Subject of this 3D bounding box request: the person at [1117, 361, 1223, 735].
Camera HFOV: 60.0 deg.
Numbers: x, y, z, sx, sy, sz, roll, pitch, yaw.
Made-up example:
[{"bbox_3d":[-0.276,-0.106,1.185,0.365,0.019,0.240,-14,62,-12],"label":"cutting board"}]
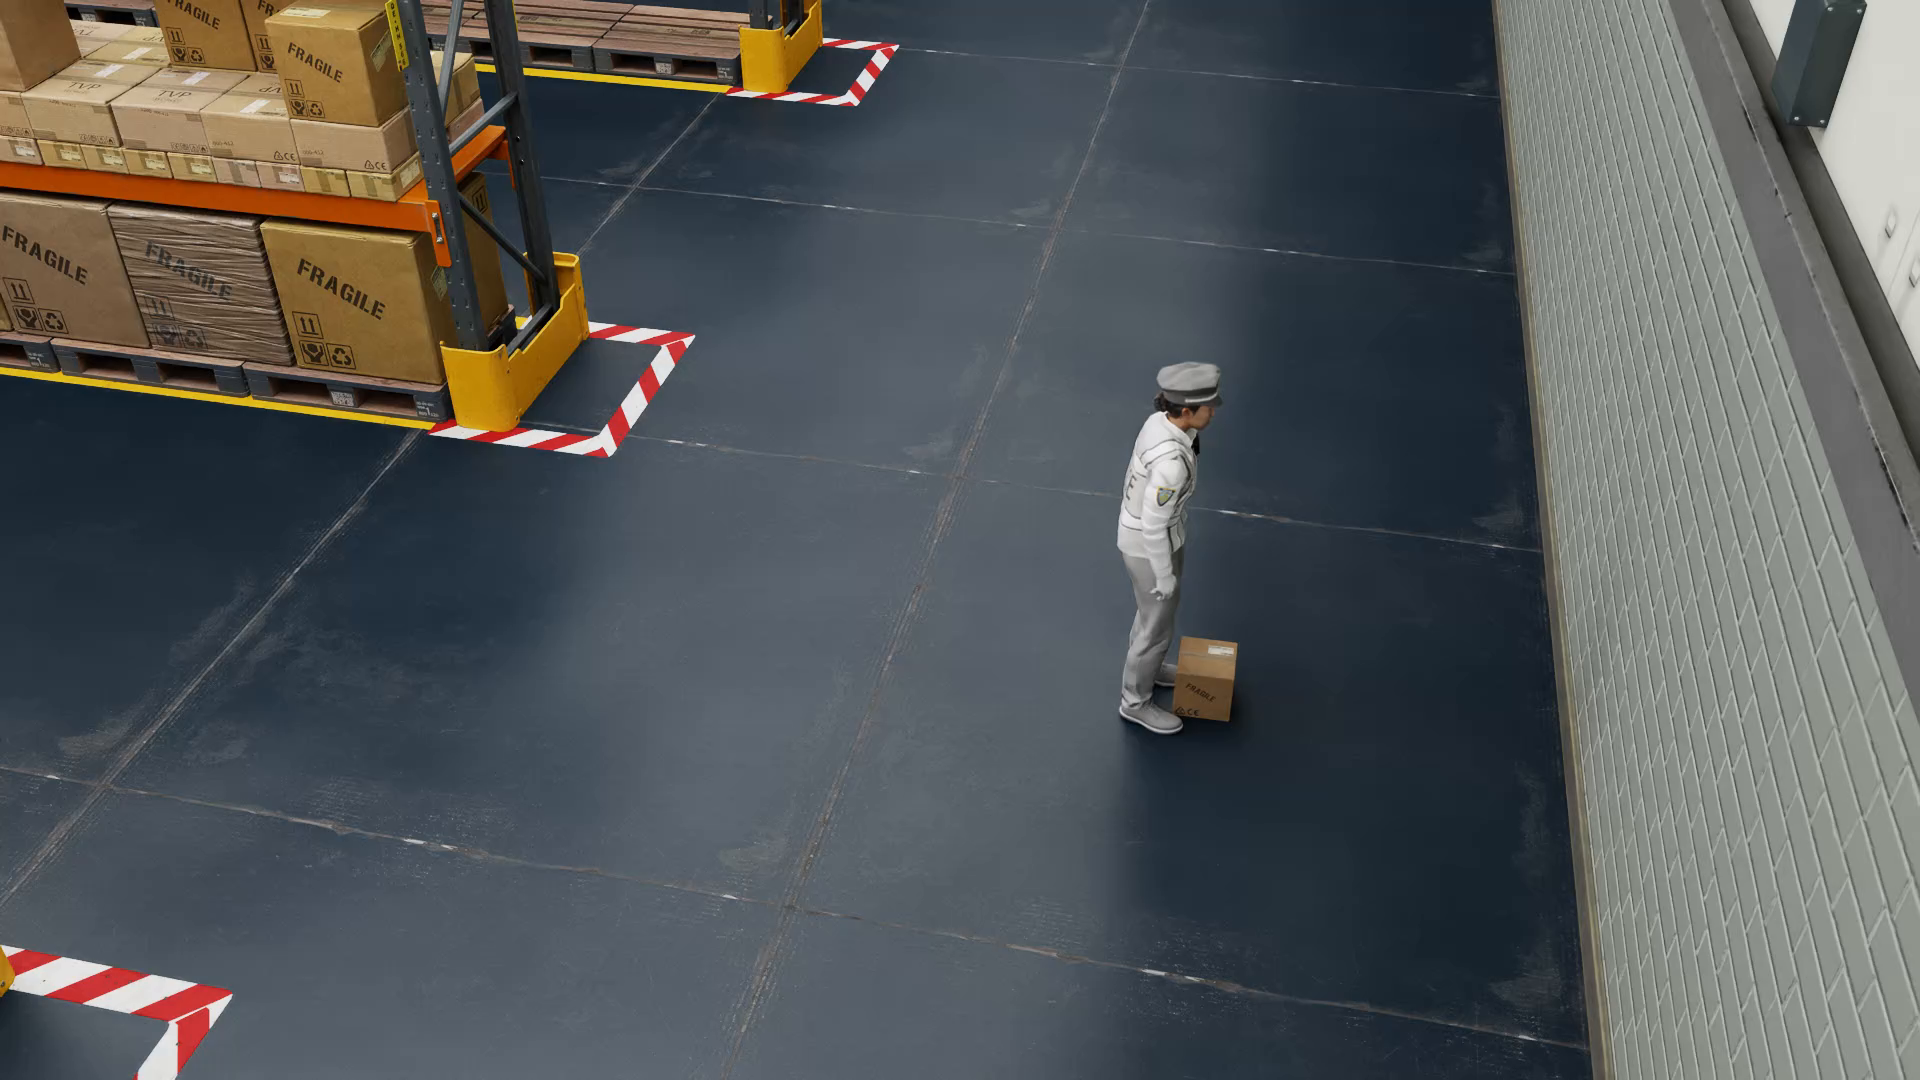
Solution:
[{"bbox_3d":[0.841,0.016,6.939,0.374,1.662,0.540,5,37,7],"label":"person"}]
